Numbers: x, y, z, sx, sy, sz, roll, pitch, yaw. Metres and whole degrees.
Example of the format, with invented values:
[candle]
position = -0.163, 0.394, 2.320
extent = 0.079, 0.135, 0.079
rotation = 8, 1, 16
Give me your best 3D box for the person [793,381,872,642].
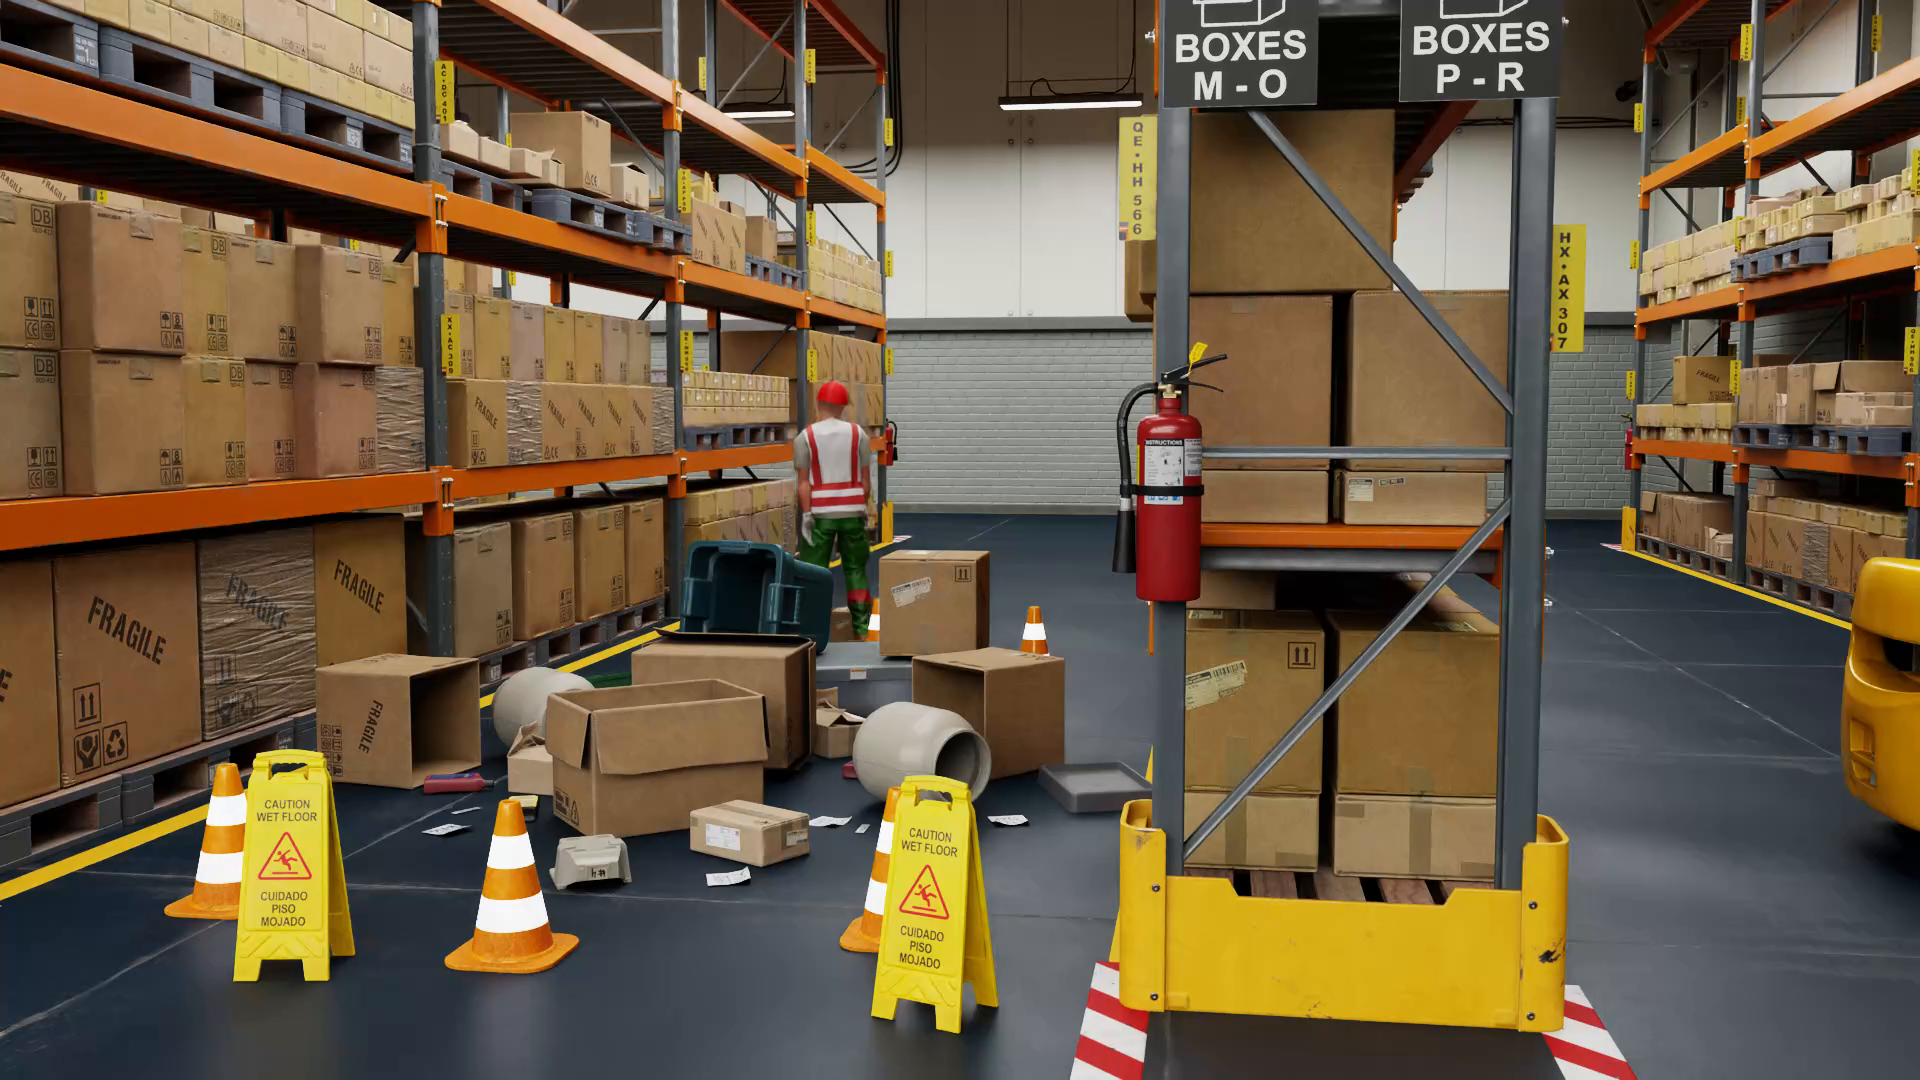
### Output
[person]
position = -0.835, -0.145, 10.916
extent = 0.539, 1.794, 0.413
rotation = -1, 5, -18
